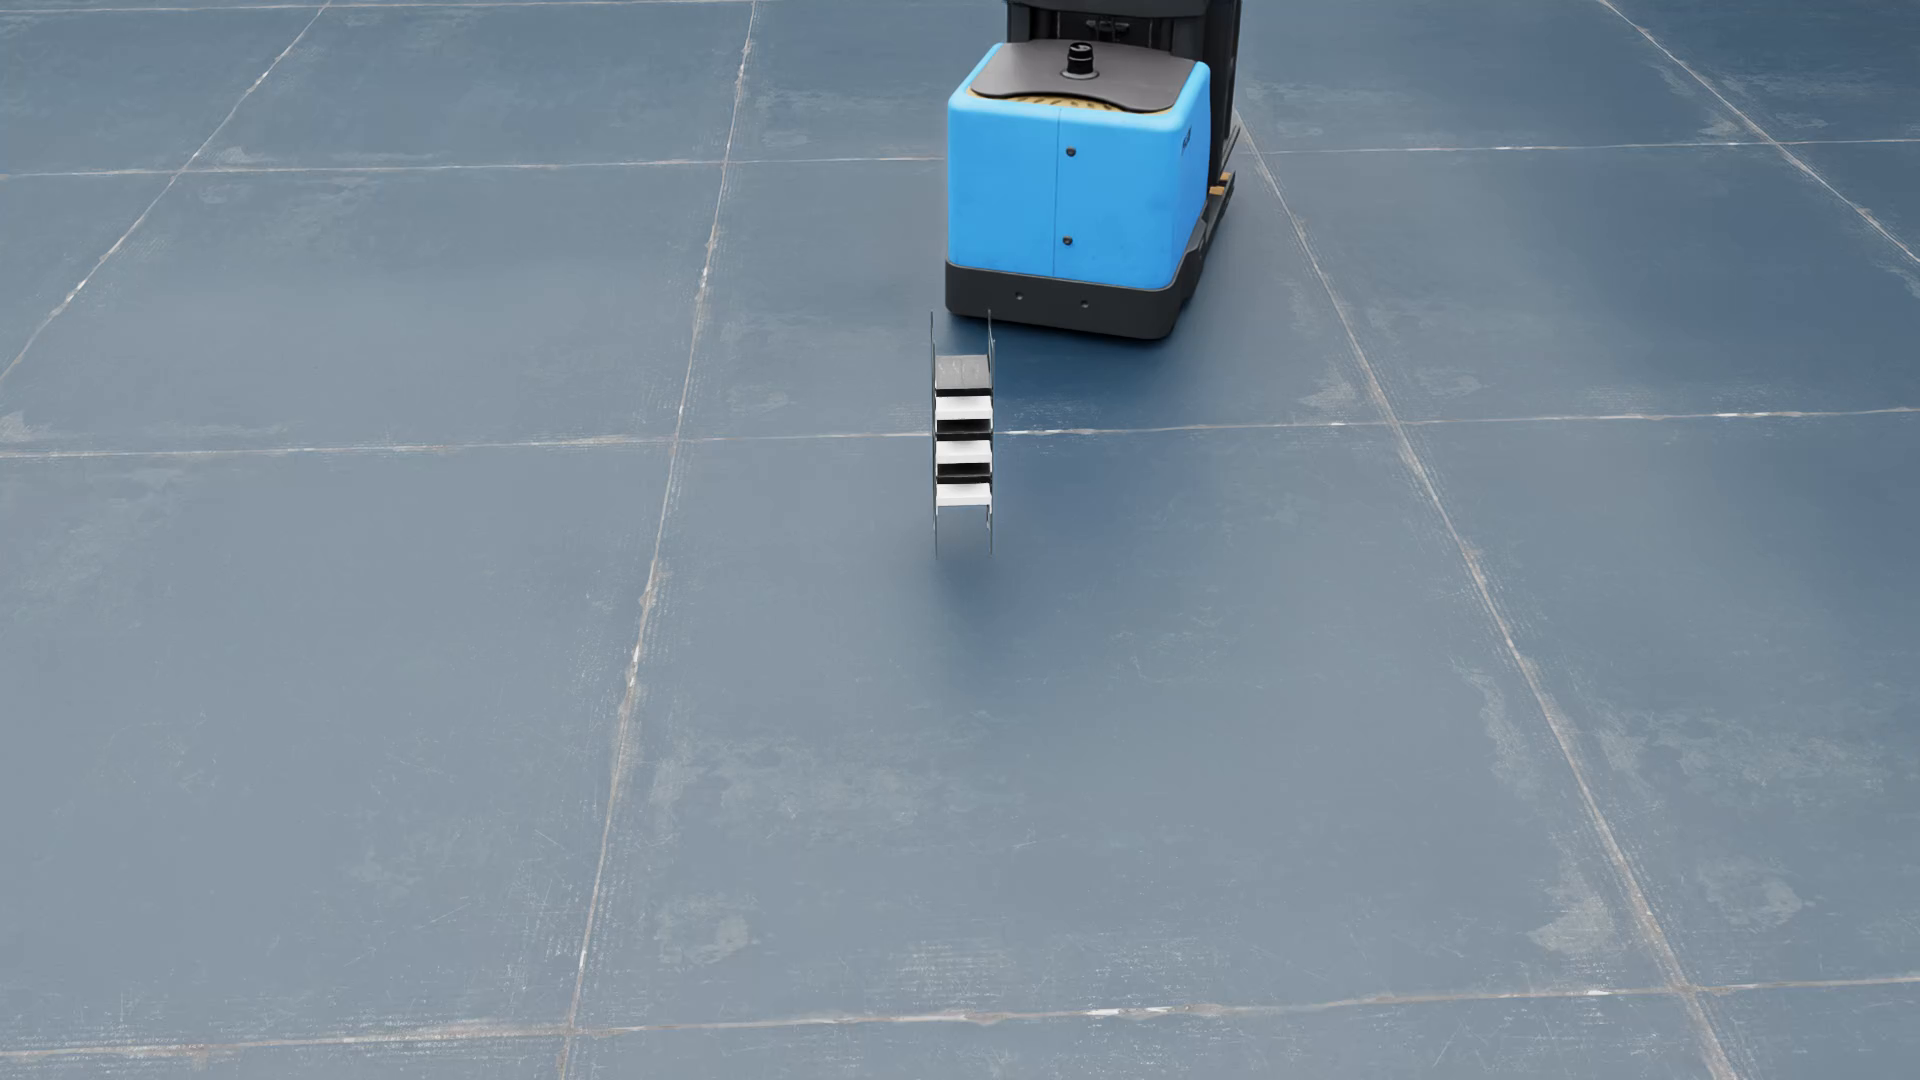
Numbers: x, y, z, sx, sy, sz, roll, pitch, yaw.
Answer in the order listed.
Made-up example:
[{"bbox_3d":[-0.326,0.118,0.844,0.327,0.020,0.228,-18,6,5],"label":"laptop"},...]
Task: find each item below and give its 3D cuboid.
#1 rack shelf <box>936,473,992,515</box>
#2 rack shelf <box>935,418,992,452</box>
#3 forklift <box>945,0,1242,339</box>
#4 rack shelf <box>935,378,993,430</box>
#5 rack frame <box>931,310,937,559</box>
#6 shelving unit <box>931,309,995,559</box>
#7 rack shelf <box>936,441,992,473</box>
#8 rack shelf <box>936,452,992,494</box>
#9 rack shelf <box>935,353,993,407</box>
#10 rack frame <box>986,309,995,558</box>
[{"bbox_3d":[0.008,-0.195,6.116,0.200,0.077,0.258,-2,35,-2],"label":"rack shelf"},{"bbox_3d":[0.008,-0.417,5.962,0.200,0.077,0.258,-2,35,-2],"label":"rack shelf"},{"bbox_3d":[0.832,-2.937,7.919,1.130,2.935,3.031,9,36,13],"label":"forklift"},{"bbox_3d":[0.008,-0.491,5.911,0.200,0.077,0.258,-2,35,-2],"label":"rack shelf"},{"bbox_3d":[-0.093,-0.367,5.990,0.006,0.900,0.240,-2,35,-2],"label":"rack frame"},{"bbox_3d":[0.008,-0.370,5.994,0.210,0.900,0.258,-2,35,-2],"label":"shelving unit"},{"bbox_3d":[0.008,-0.343,6.013,0.200,0.077,0.258,-2,35,-2],"label":"rack shelf"},{"bbox_3d":[0.008,-0.269,6.064,0.200,0.077,0.258,-2,35,-2],"label":"rack shelf"},{"bbox_3d":[0.008,-0.565,5.860,0.200,0.077,0.258,-2,35,-2],"label":"rack shelf"},{"bbox_3d":[0.110,-0.373,5.998,0.006,0.900,0.240,-2,35,-2],"label":"rack frame"}]
